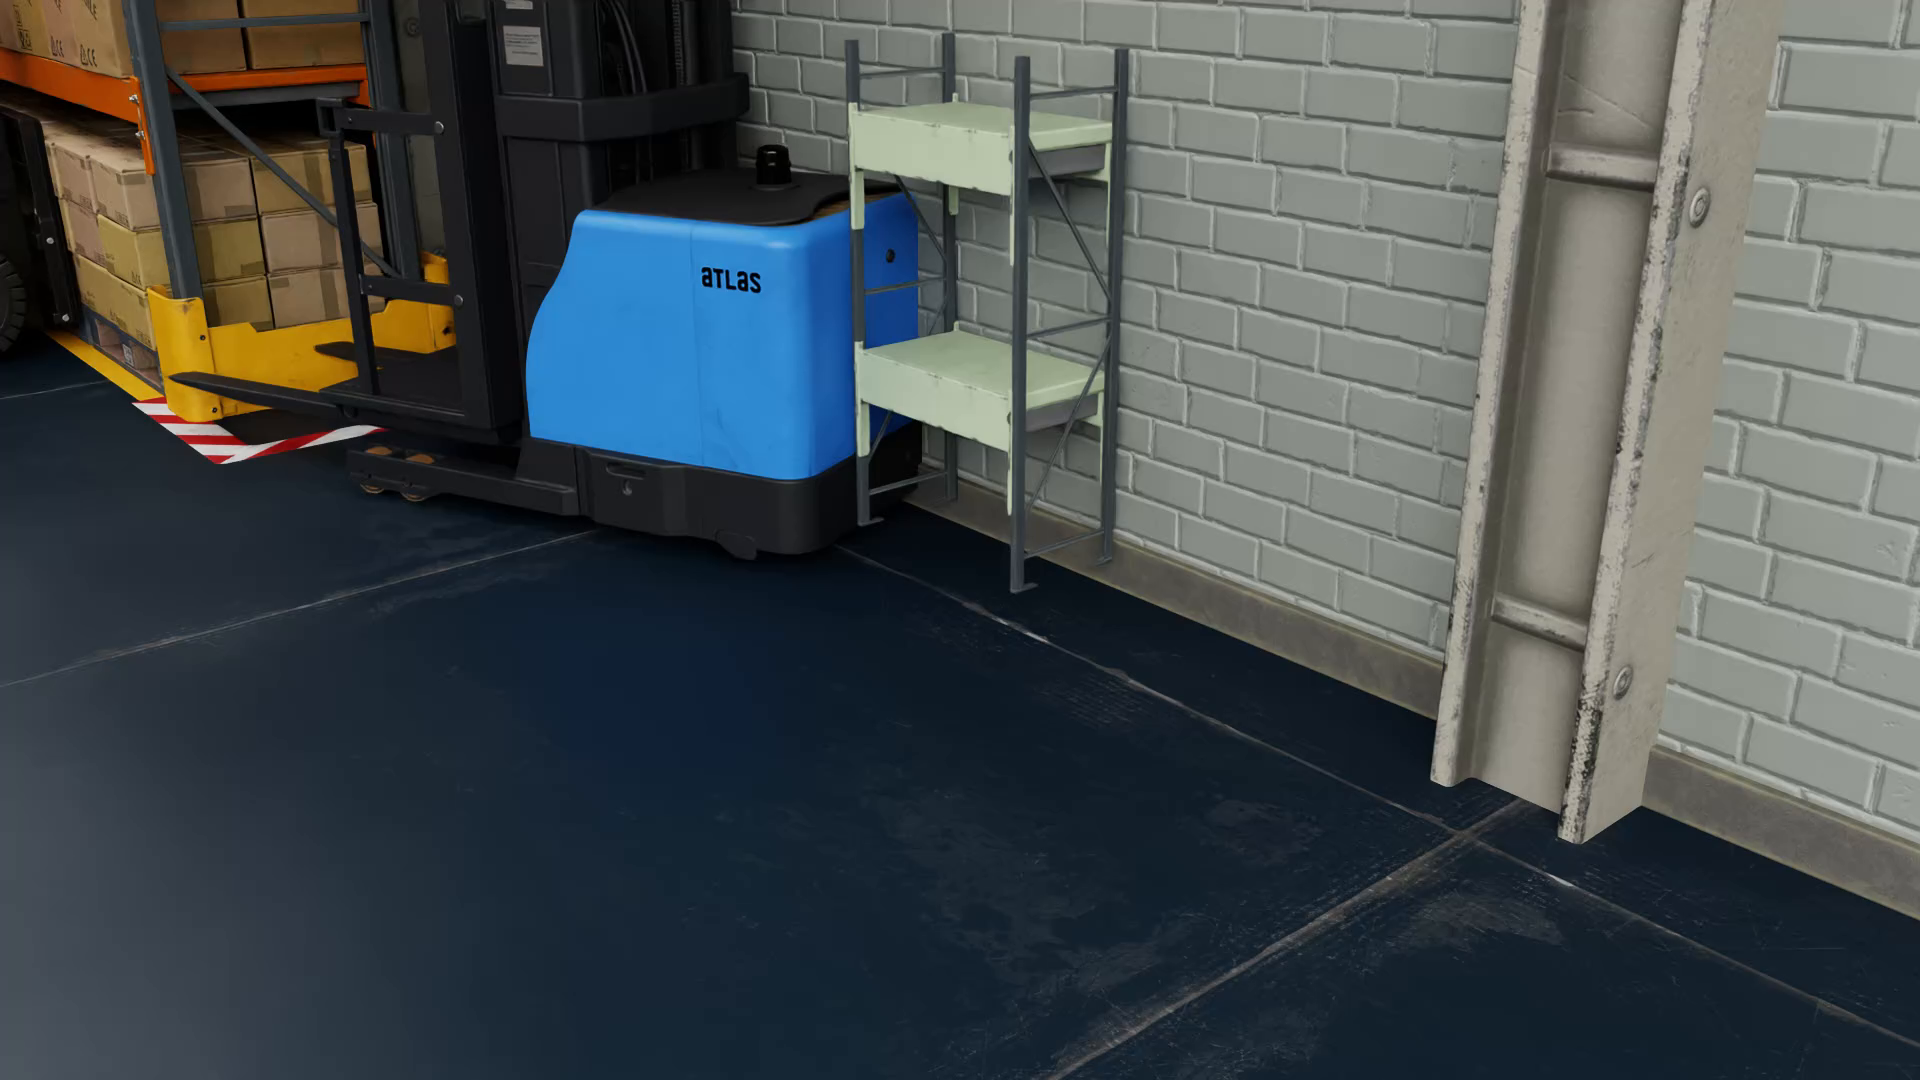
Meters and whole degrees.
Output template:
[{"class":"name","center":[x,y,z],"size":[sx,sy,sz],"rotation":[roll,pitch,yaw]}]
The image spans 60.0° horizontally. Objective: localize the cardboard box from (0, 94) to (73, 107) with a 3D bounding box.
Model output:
[{"class":"cardboard box","center":[-4.975,-2.187,8.779],"size":[0.500,0.250,0.500],"rotation":[-17,27,-37]}]

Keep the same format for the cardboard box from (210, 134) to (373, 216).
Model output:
[{"class":"cardboard box","center":[-2.939,-1.612,7.310],"size":[0.500,0.250,0.500],"rotation":[-18,28,-38]}]

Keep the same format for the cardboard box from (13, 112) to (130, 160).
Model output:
[{"class":"cardboard box","center":[-4.305,-1.906,8.060],"size":[0.500,0.250,0.500],"rotation":[-18,28,-38]}]

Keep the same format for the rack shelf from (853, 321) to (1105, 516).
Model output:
[{"class":"rack shelf","center":[0.066,-0.388,5.052],"size":[0.431,0.370,0.720],"rotation":[-17,27,-37]}]

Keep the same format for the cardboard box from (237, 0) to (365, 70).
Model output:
[{"class":"cardboard box","center":[-2.882,-2.303,7.113],"size":[0.500,0.500,0.500],"rotation":[-16,27,-36]}]

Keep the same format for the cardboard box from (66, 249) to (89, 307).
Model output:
[{"class":"cardboard box","center":[-3.952,-1.303,7.892],"size":[0.500,0.250,0.500],"rotation":[-17,27,-37]}]

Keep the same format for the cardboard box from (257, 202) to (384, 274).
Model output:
[{"class":"cardboard box","center":[-2.918,-1.381,7.405],"size":[0.500,0.250,0.500],"rotation":[-17,27,-36]}]

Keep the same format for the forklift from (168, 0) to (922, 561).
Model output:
[{"class":"forklift","center":[-1.596,-1.657,5.695],"size":[3.031,2.935,1.130],"rotation":[10,24,25]}]

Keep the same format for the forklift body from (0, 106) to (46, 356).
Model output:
[{"class":"forklift body","center":[-5.388,-1.748,6.997],"size":[2.313,2.155,1.214],"rotation":[-17,27,-37]}]

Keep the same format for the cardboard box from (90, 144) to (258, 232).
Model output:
[{"class":"cardboard box","center":[-3.305,-1.487,6.991],"size":[0.500,0.250,0.500],"rotation":[-16,27,-36]}]

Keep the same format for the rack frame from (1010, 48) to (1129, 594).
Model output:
[{"class":"rack frame","center":[0.302,-0.592,4.675],"size":[0.400,1.500,0.023],"rotation":[-17,27,-37]}]

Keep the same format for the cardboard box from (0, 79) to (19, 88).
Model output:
[{"class":"cardboard box","center":[-6.229,-2.606,10.705],"size":[0.875,0.625,0.625],"rotation":[-18,28,-38]}]

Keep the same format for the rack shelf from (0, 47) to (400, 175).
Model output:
[{"class":"rack shelf","center":[-4.074,-2.271,8.155],"size":[1.077,0.370,4.000],"rotation":[-17,27,-37]}]

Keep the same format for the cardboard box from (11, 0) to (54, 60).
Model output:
[{"class":"cardboard box","center":[-3.955,-2.460,7.515],"size":[0.500,0.500,0.500],"rotation":[-18,28,-38]}]

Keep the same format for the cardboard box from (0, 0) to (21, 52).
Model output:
[{"class":"cardboard box","center":[-4.292,-2.597,7.863],"size":[0.500,0.500,0.500],"rotation":[-17,27,-37]}]

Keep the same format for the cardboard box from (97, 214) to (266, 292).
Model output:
[{"class":"cardboard box","center":[-3.323,-1.261,7.100],"size":[0.500,0.250,0.500],"rotation":[-18,28,-38]}]

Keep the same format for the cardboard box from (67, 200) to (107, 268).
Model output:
[{"class":"cardboard box","center":[-3.642,-1.402,7.461],"size":[0.500,0.250,0.500],"rotation":[-18,28,-38]}]

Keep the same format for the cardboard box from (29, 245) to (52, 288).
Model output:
[{"class":"cardboard box","center":[-4.308,-1.441,8.245],"size":[0.500,0.250,0.500],"rotation":[-16,27,-36]}]

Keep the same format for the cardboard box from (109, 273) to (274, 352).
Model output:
[{"class":"cardboard box","center":[-3.315,-1.023,7.178],"size":[0.500,0.250,0.500],"rotation":[-17,27,-37]}]

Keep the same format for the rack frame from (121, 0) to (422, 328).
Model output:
[{"class":"rack frame","center":[-2.769,-2.053,6.613],"size":[1.000,3.000,0.127],"rotation":[-17,27,-37]}]

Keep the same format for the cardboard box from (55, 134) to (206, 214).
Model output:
[{"class":"cardboard box","center":[-3.643,-1.627,7.348],"size":[0.500,0.250,0.500],"rotation":[-17,27,-36]}]

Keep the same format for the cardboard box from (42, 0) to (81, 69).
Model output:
[{"class":"cardboard box","center":[-3.620,-2.319,7.154],"size":[0.500,0.500,0.500],"rotation":[-16,27,-36]}]

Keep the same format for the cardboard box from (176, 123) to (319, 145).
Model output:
[{"class":"cardboard box","center":[-3.268,-1.749,7.660],"size":[0.500,0.250,0.500],"rotation":[-17,27,-37]}]

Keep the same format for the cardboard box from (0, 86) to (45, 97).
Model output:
[{"class":"cardboard box","center":[-5.302,-2.331,9.145],"size":[0.500,0.250,0.500],"rotation":[-18,28,-38]}]

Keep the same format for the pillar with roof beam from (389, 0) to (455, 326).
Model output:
[{"class":"pillar with roof beam","center":[-5.802,-4.229,3.942],"size":[9.100,9.000,0.400],"rotation":[-17,27,-37]}]

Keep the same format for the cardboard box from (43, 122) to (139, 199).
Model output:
[{"class":"cardboard box","center":[-3.980,-1.764,7.698],"size":[0.500,0.250,0.500],"rotation":[-17,27,-37]}]

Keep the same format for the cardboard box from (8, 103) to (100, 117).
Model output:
[{"class":"cardboard box","center":[-4.642,-2.052,8.435],"size":[0.500,0.250,0.500],"rotation":[-16,27,-36]}]

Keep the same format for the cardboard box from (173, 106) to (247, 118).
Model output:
[{"class":"cardboard box","center":[-3.915,-2.033,8.385],"size":[0.500,0.250,0.500],"rotation":[-18,28,-38]}]

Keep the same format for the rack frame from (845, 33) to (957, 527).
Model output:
[{"class":"rack frame","center":[-0.173,-0.792,5.195],"size":[0.400,1.500,0.023],"rotation":[-17,27,-37]}]

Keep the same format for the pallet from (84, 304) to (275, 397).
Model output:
[{"class":"pallet","center":[-3.300,-0.956,7.636],"size":[1.003,0.211,1.213],"rotation":[-17,27,-37]}]

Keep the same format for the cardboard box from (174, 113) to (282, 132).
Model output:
[{"class":"cardboard box","center":[-3.586,-1.890,8.019],"size":[0.500,0.250,0.500],"rotation":[-18,27,-38]}]

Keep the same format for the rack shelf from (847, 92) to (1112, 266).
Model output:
[{"class":"rack shelf","center":[0.064,-1.056,4.794],"size":[0.431,0.370,0.720],"rotation":[-17,27,-37]}]

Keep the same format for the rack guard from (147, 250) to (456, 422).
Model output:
[{"class":"rack guard","center":[-2.753,-0.883,7.052],"size":[1.175,0.500,0.348],"rotation":[-17,27,-37]}]

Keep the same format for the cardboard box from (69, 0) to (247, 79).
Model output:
[{"class":"cardboard box","center":[-3.289,-2.173,6.783],"size":[0.500,0.500,0.500],"rotation":[-18,28,-39]}]

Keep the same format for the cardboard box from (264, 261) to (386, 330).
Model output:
[{"class":"cardboard box","center":[-2.941,-1.151,7.503],"size":[0.500,0.250,0.500],"rotation":[-17,27,-37]}]

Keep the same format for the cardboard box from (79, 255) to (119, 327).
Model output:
[{"class":"cardboard box","center":[-3.632,-1.163,7.534],"size":[0.500,0.250,0.500],"rotation":[-17,27,-37]}]

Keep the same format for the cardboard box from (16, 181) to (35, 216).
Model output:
[{"class":"cardboard box","center":[-4.319,-1.679,8.167],"size":[0.500,0.250,0.500],"rotation":[-18,27,-38]}]

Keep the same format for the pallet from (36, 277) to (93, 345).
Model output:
[{"class":"pallet","center":[-4.092,-1.293,8.496],"size":[1.003,0.211,1.213],"rotation":[-17,27,-37]}]

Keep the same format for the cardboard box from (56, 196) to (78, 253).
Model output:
[{"class":"cardboard box","center":[-3.995,-1.540,7.812],"size":[0.500,0.250,0.500],"rotation":[-18,28,-39]}]

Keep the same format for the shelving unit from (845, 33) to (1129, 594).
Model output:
[{"class":"shelving unit","center":[0.065,-0.692,4.935],"size":[0.431,1.500,0.755],"rotation":[-17,27,-37]}]
